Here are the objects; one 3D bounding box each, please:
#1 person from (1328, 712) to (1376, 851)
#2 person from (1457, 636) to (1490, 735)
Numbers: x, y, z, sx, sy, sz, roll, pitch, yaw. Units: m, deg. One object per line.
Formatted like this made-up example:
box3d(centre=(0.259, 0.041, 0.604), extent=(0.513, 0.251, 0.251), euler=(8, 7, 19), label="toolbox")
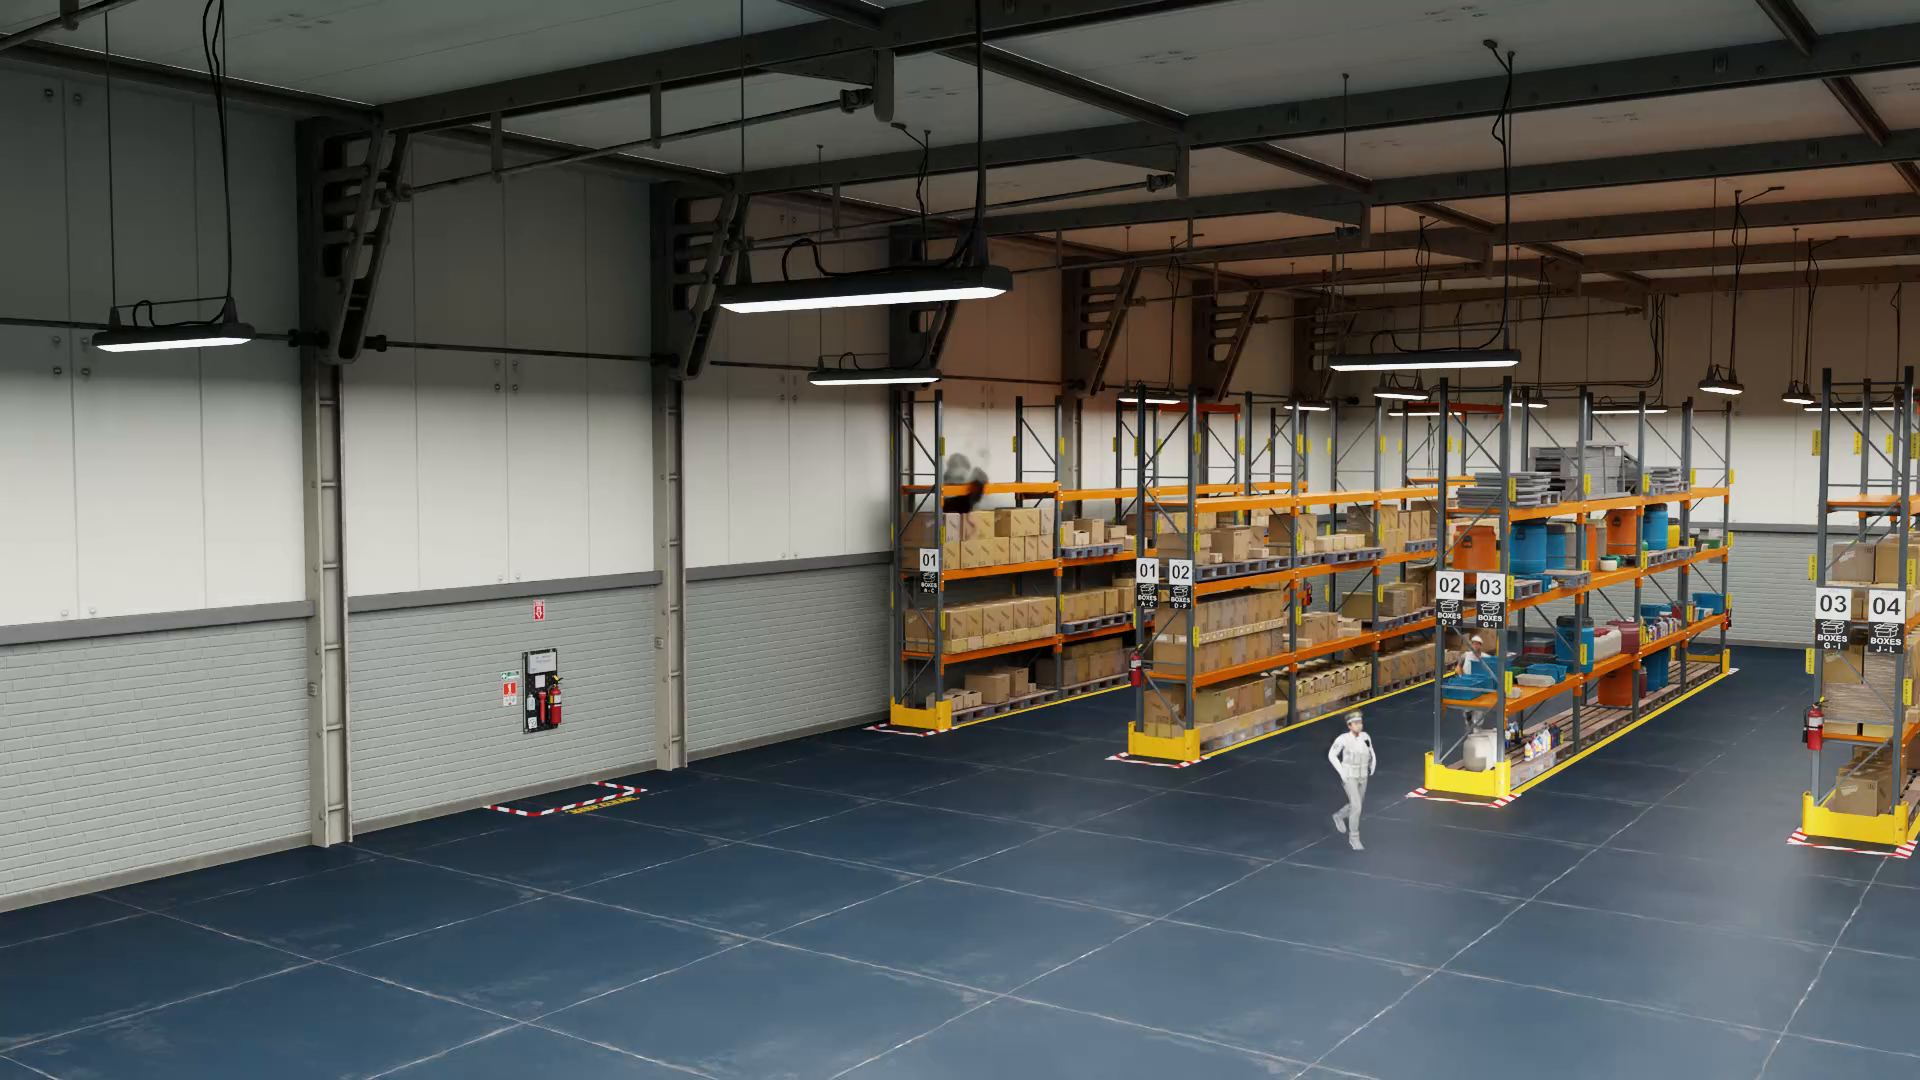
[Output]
box3d(centre=(4.921, 2.997, 20.917), extent=(0.622, 1.738, 0.709), euler=(-1, 3, -20), label="person")
box3d(centre=(8.780, 2.515, 28.406), extent=(0.642, 1.743, 0.613), euler=(2, 4, 25), label="person")
